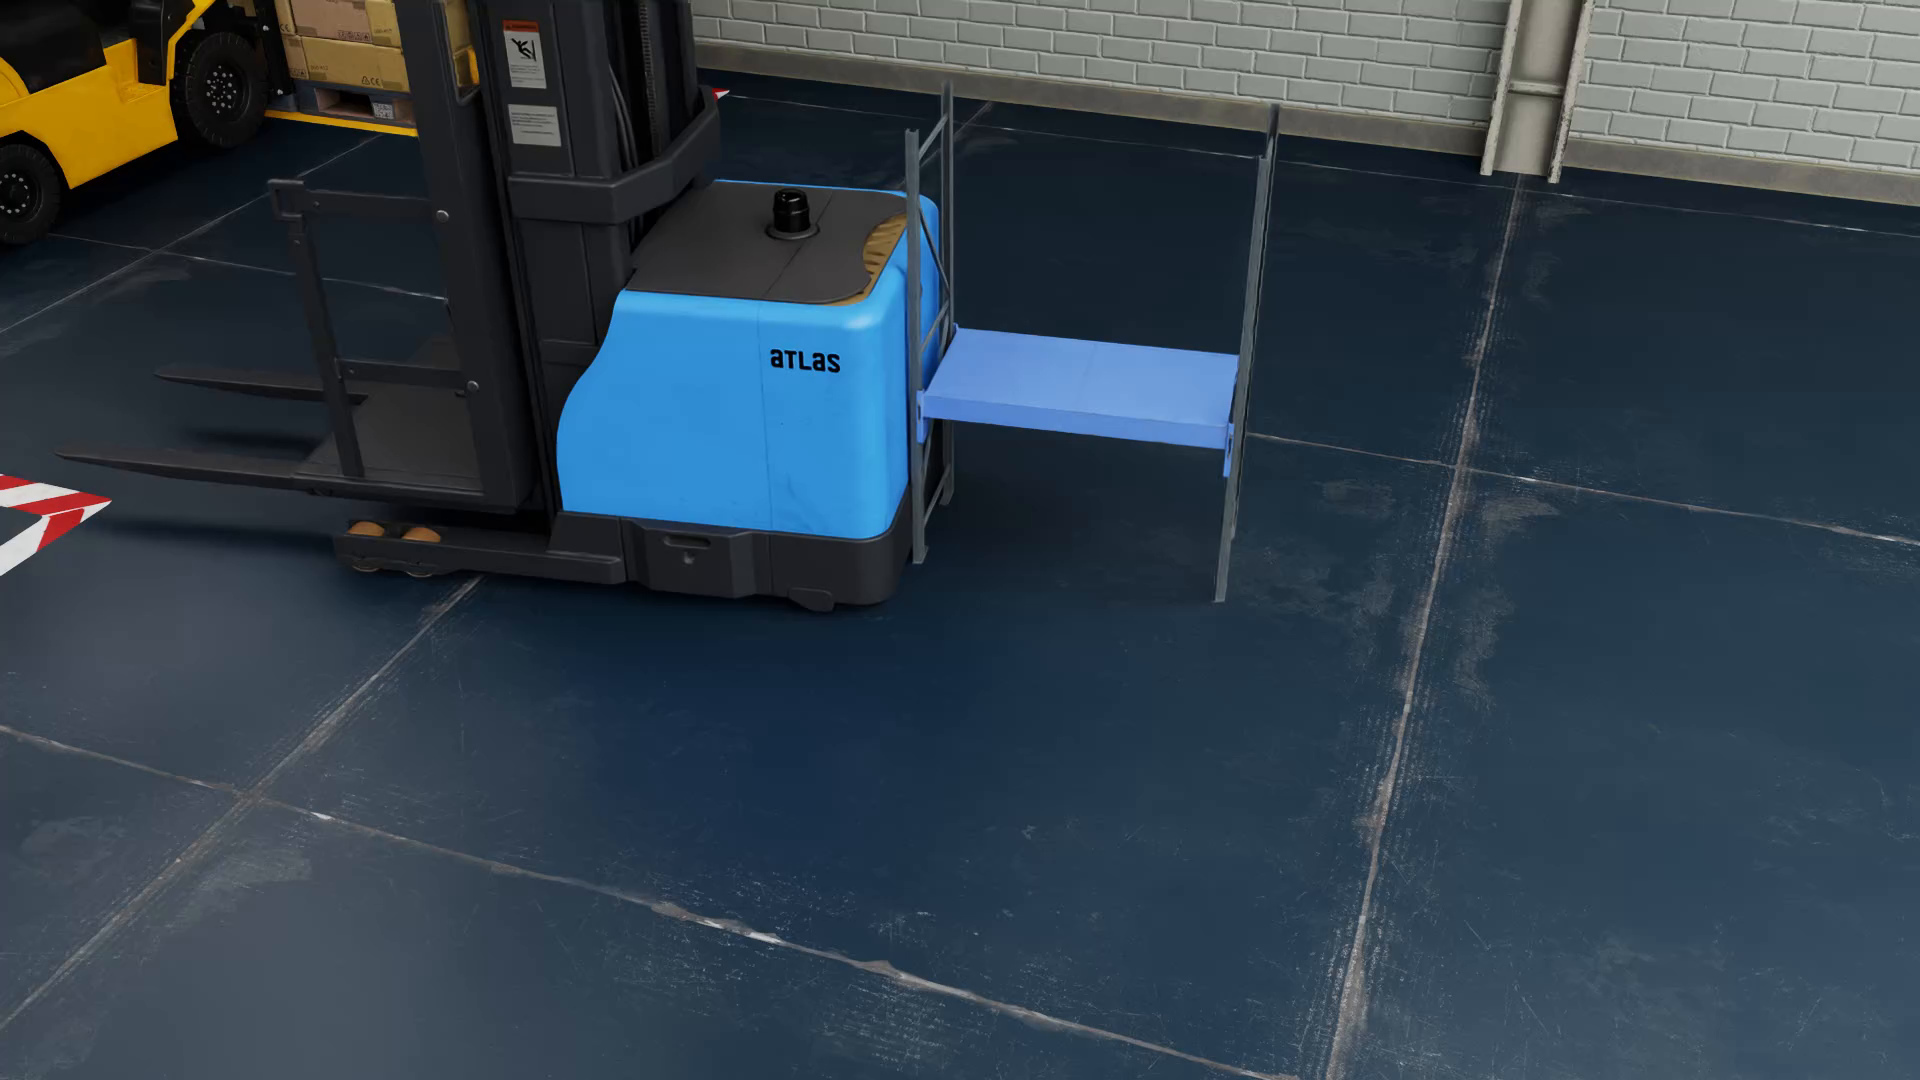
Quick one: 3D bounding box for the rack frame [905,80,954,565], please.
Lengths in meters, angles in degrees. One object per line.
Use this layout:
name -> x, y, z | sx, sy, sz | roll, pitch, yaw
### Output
rack frame -> -0.091, -0.679, 5.419 | 0.032, 1.500, 0.500 | 7, 33, 11

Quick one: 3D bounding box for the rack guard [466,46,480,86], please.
rack guard -> -2.310, -2.677, 9.436 | 0.348, 0.500, 1.175 | 11, 34, 16

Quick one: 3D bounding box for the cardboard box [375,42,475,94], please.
cardboard box -> -2.882, -2.678, 9.280 | 0.500, 0.250, 0.500 | 11, 35, 17

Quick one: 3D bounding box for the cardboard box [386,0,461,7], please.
cardboard box -> -2.871, -3.098, 9.009 | 0.500, 0.250, 0.500 | 12, 35, 18

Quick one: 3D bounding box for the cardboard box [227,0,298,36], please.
cardboard box -> -3.858, -3.074, 9.432 | 0.500, 0.250, 0.500 | 10, 34, 15

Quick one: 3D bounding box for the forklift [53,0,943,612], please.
forklift -> -1.624, -1.380, 5.186 | 3.031, 2.935, 1.130 | 6, 33, 9

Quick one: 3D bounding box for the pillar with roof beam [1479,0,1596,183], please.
pillar with roof beam -> 1.512, -3.544, 2.942 | 0.400, 9.000, 9.100 | 11, 34, 16

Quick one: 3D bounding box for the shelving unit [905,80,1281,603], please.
shelving unit -> 0.406, -0.619, 5.326 | 1.048, 1.500, 0.538 | 7, 33, 11

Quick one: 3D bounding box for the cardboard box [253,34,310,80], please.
cardboard box -> -3.815, -2.870, 9.577 | 0.500, 0.250, 0.500 | 11, 35, 17

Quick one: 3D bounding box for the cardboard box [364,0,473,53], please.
cardboard box -> -2.896, -2.893, 9.152 | 0.500, 0.250, 0.500 | 11, 34, 16

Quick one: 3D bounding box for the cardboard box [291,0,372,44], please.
cardboard box -> -3.365, -2.990, 9.302 | 0.500, 0.250, 0.500 | 11, 34, 16

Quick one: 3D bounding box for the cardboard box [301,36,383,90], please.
cardboard box -> -3.347, -2.774, 9.428 | 0.500, 0.250, 0.500 | 11, 34, 16

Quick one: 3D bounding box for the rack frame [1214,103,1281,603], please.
rack frame -> 0.902, -0.559, 5.233 | 0.032, 1.500, 0.500 | 7, 33, 11

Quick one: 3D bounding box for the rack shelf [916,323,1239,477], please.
rack shelf -> 0.406, -0.468, 5.424 | 1.000, 0.185, 0.538 | 7, 33, 11

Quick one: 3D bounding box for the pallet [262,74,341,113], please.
pallet -> -4.211, -2.903, 10.052 | 1.213, 0.211, 1.003 | 11, 34, 16

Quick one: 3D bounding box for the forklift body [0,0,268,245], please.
forklift body -> -4.733, -2.791, 8.089 | 1.214, 2.155, 2.313 | 11, 34, 16

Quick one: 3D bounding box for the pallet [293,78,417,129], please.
pallet -> -3.067, -2.679, 9.705 | 1.213, 0.211, 1.003 | 11, 34, 16
